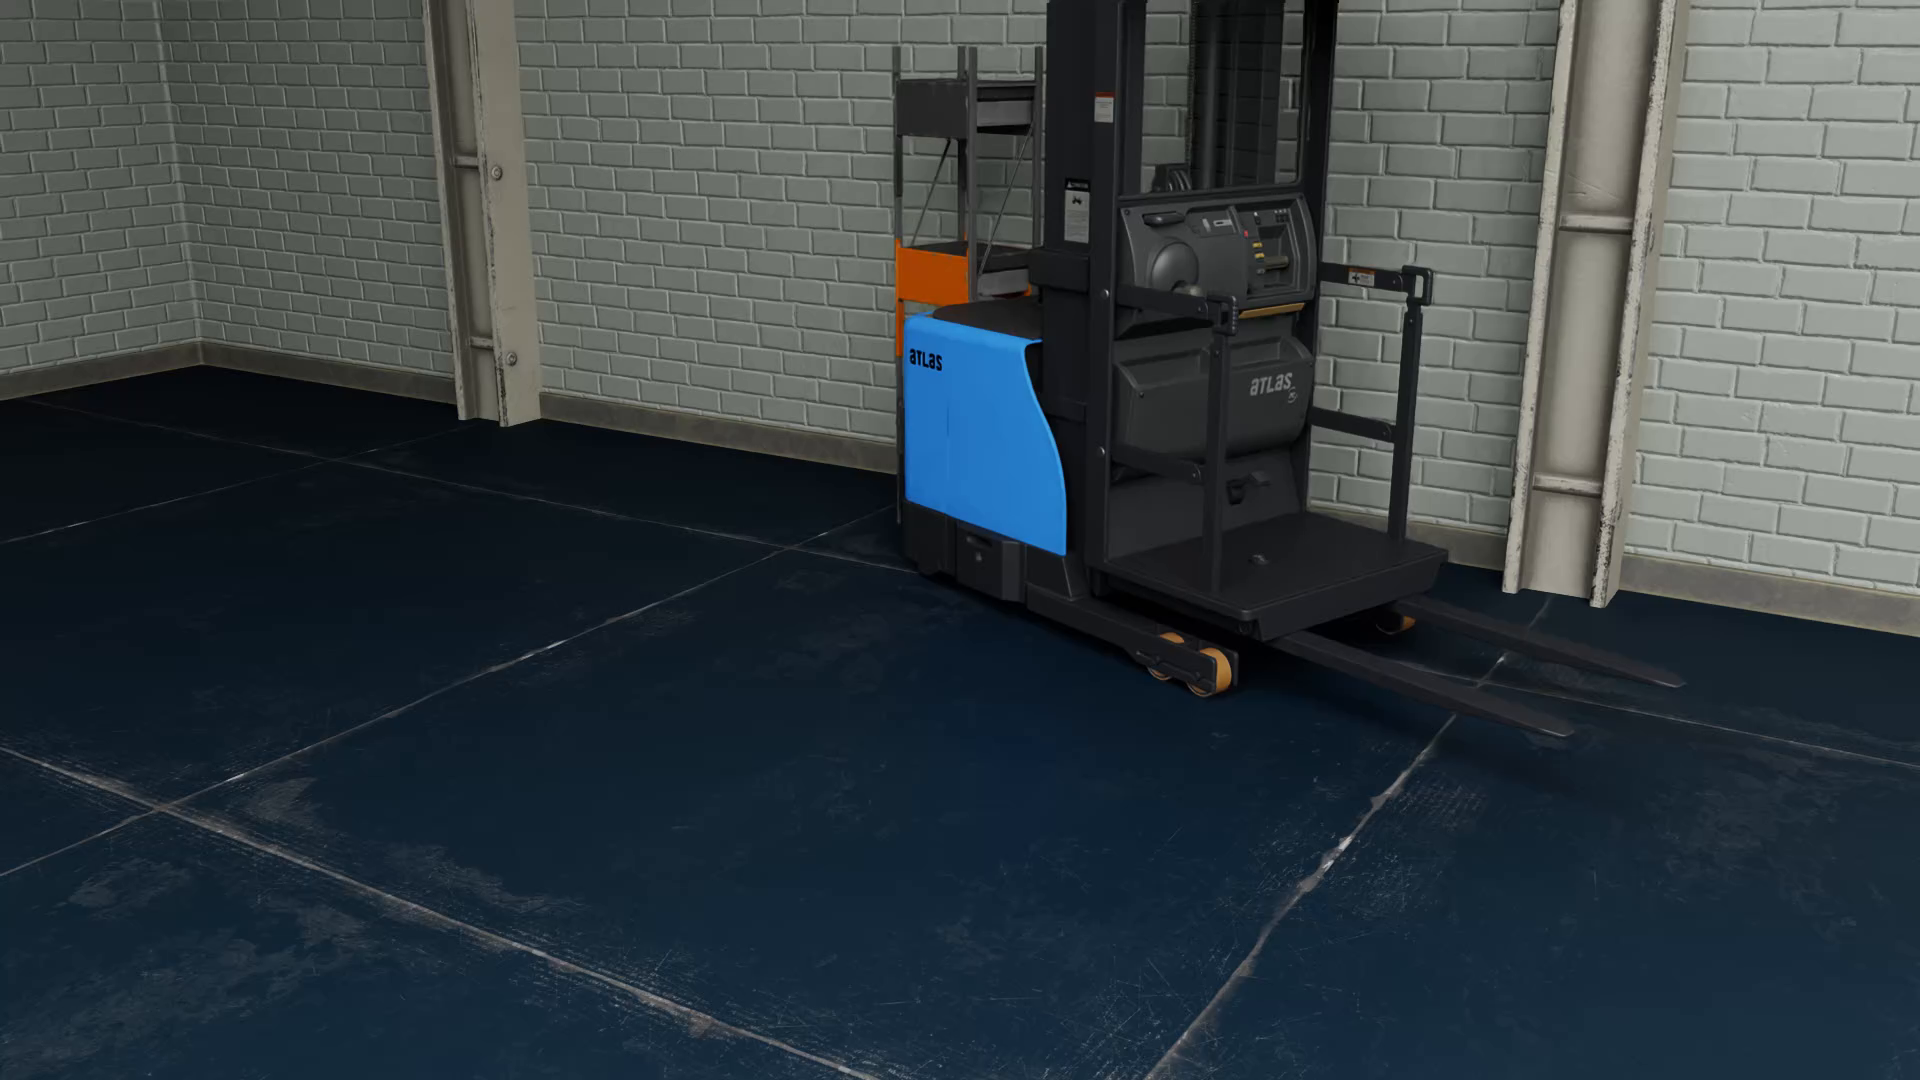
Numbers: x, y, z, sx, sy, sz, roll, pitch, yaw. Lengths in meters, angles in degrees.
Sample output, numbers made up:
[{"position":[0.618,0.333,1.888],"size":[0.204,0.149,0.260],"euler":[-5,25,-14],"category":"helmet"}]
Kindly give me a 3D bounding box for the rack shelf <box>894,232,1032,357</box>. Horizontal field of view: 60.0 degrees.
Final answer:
[{"position":[0.030,-1.049,7.268],"size":[0.431,0.518,0.480],"euler":[-14,22,-39],"category":"rack shelf"}]

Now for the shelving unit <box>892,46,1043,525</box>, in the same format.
[{"position":[0.030,-1.062,7.264],"size":[0.431,2.100,0.503],"euler":[-14,22,-39],"category":"shelving unit"}]

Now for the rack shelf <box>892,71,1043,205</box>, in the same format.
[{"position":[0.030,-1.718,7.064],"size":[0.431,0.518,0.480],"euler":[-14,22,-39],"category":"rack shelf"}]

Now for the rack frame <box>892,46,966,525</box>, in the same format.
[{"position":[-0.130,-1.115,7.440],"size":[0.400,2.100,0.015],"euler":[-14,22,-39],"category":"rack frame"}]

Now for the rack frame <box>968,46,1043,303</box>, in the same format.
[{"position":[0.190,-1.008,7.087],"size":[0.400,2.100,0.015],"euler":[-14,22,-39],"category":"rack frame"}]

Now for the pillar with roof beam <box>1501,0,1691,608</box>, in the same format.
[{"position":[0.176,-3.041,1.909],"size":[0.400,9.000,9.100],"euler":[10,20,30],"category":"pillar with roof beam"}]

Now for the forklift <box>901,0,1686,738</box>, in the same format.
[{"position":[1.060,-1.033,5.738],"size":[1.130,2.935,3.031],"euler":[-13,21,-36],"category":"forklift"}]

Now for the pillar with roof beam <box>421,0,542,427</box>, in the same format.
[{"position":[-4.936,-3.953,4.913],"size":[0.400,9.000,9.100],"euler":[10,20,30],"category":"pillar with roof beam"}]

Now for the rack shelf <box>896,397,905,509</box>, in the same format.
[{"position":[0.029,-0.379,7.471],"size":[0.431,0.518,0.480],"euler":[-14,22,-39],"category":"rack shelf"}]
